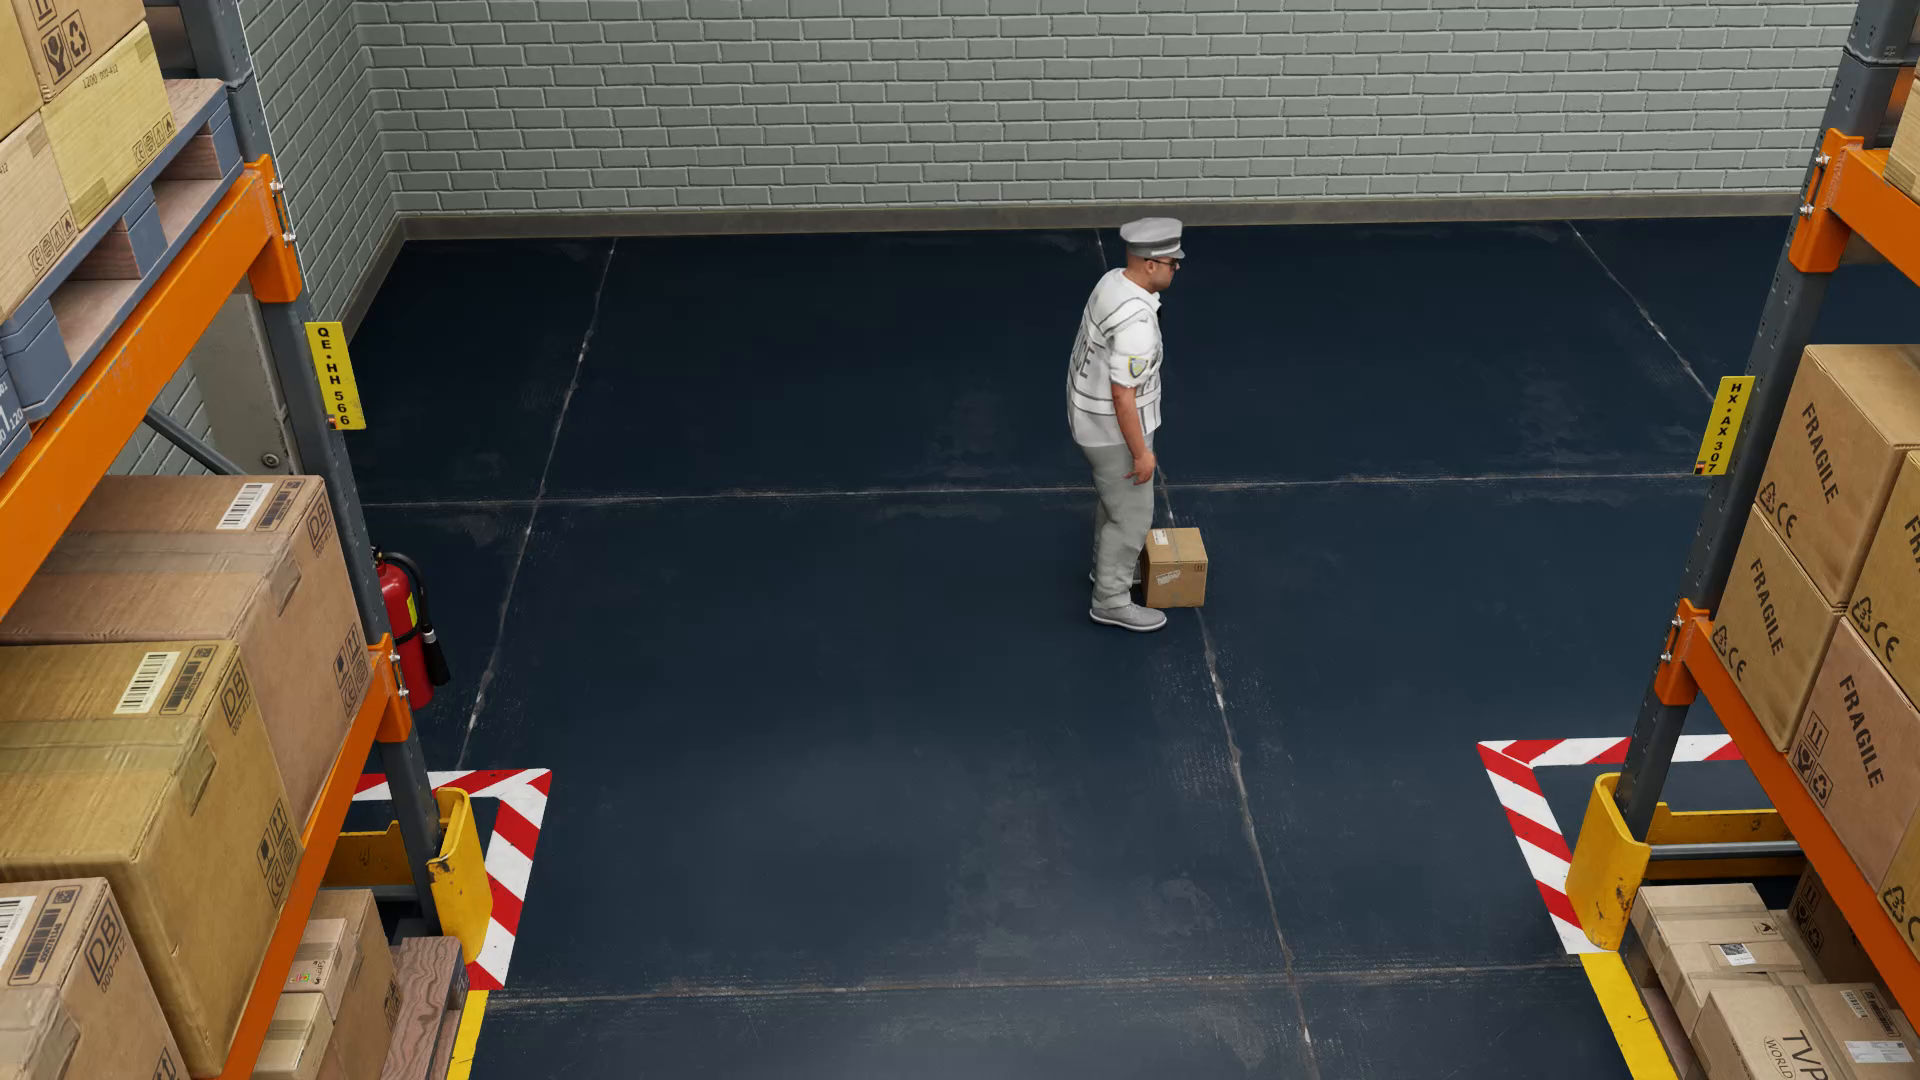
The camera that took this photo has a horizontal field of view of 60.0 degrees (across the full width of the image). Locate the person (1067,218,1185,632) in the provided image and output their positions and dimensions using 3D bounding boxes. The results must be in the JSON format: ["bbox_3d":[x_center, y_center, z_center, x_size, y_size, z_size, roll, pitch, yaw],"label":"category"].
[{"bbox_3d":[0.673,-0.481,6.823,0.465,1.749,0.585,-1,35,-2],"label":"person"}]
